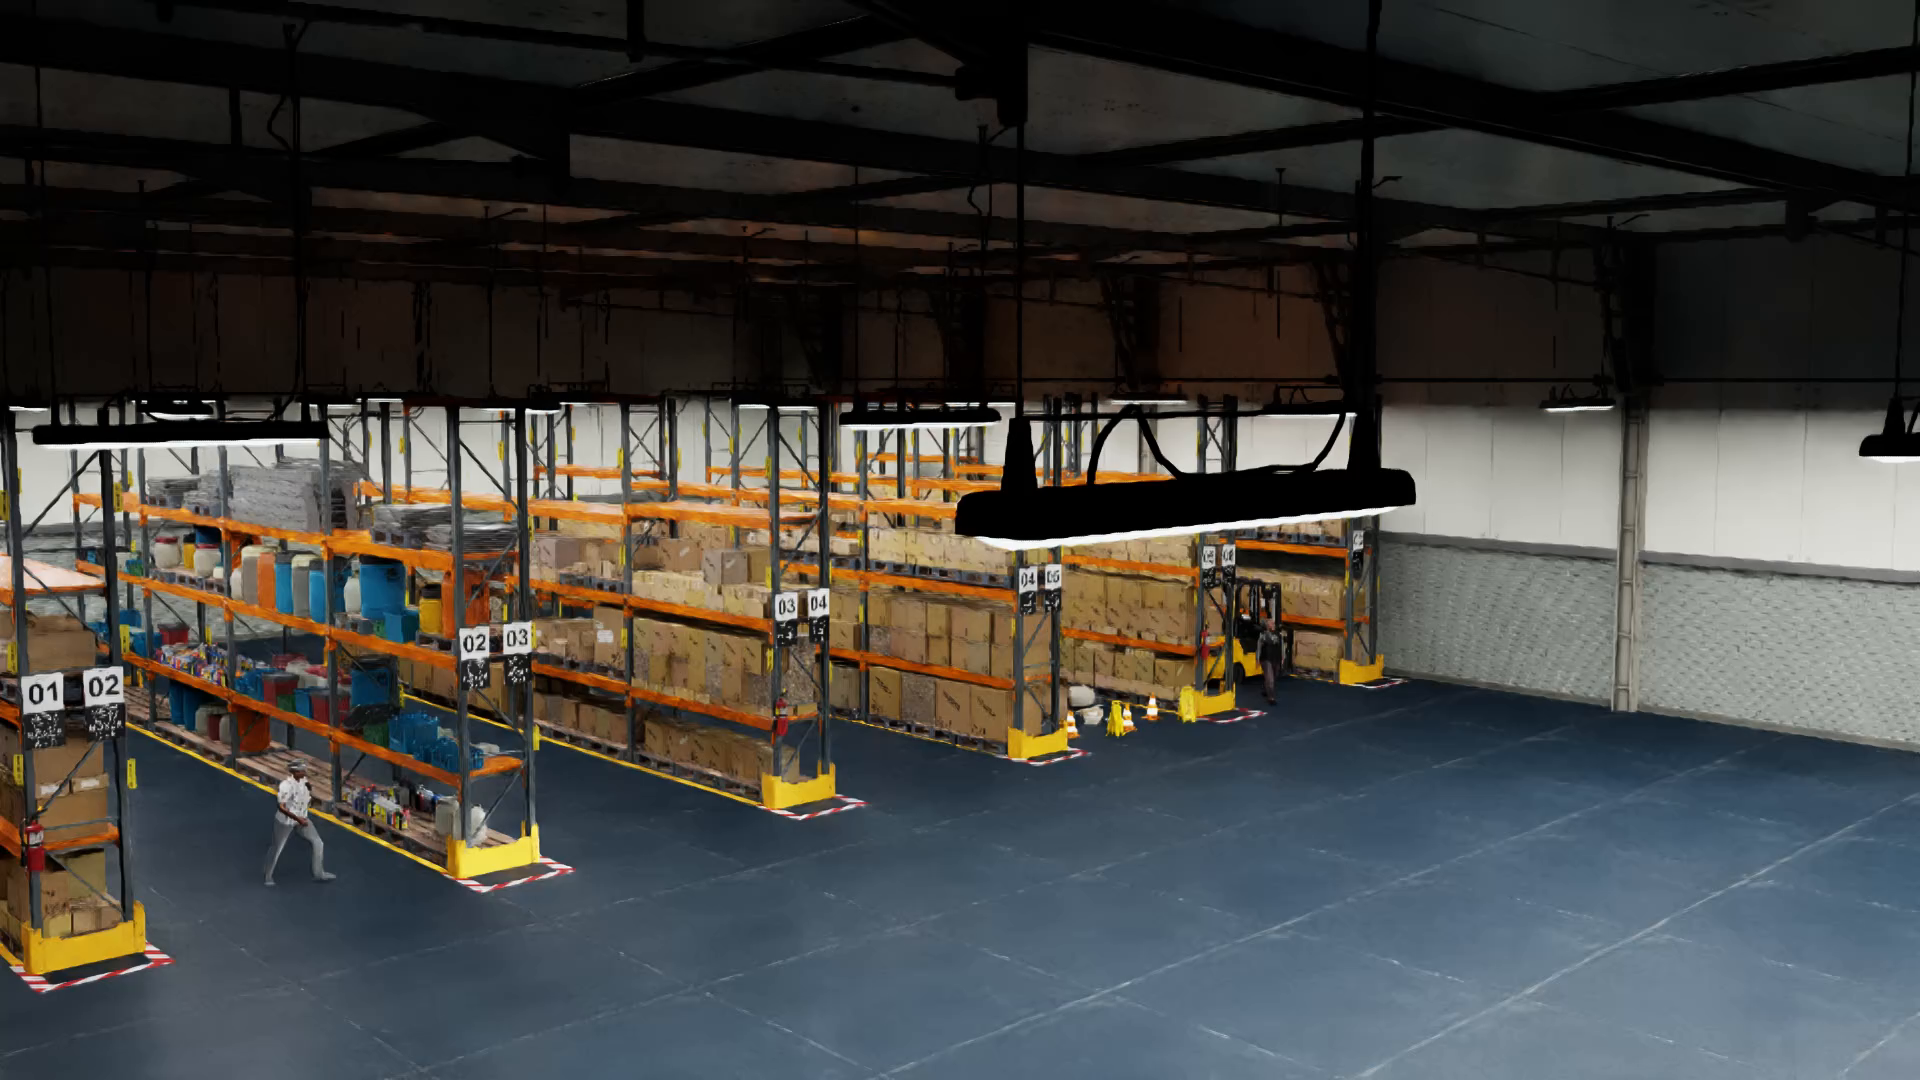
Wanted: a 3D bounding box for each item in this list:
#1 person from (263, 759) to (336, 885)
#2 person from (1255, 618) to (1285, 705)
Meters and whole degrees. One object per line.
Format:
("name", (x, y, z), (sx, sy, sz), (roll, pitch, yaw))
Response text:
("person", (-8.358, 3.505, 20.862), (0.812, 1.609, 0.617), (3, 6, 28))
("person", (6.064, 2.356, 32.508), (0.577, 1.694, 0.903), (-2, 6, -20))
